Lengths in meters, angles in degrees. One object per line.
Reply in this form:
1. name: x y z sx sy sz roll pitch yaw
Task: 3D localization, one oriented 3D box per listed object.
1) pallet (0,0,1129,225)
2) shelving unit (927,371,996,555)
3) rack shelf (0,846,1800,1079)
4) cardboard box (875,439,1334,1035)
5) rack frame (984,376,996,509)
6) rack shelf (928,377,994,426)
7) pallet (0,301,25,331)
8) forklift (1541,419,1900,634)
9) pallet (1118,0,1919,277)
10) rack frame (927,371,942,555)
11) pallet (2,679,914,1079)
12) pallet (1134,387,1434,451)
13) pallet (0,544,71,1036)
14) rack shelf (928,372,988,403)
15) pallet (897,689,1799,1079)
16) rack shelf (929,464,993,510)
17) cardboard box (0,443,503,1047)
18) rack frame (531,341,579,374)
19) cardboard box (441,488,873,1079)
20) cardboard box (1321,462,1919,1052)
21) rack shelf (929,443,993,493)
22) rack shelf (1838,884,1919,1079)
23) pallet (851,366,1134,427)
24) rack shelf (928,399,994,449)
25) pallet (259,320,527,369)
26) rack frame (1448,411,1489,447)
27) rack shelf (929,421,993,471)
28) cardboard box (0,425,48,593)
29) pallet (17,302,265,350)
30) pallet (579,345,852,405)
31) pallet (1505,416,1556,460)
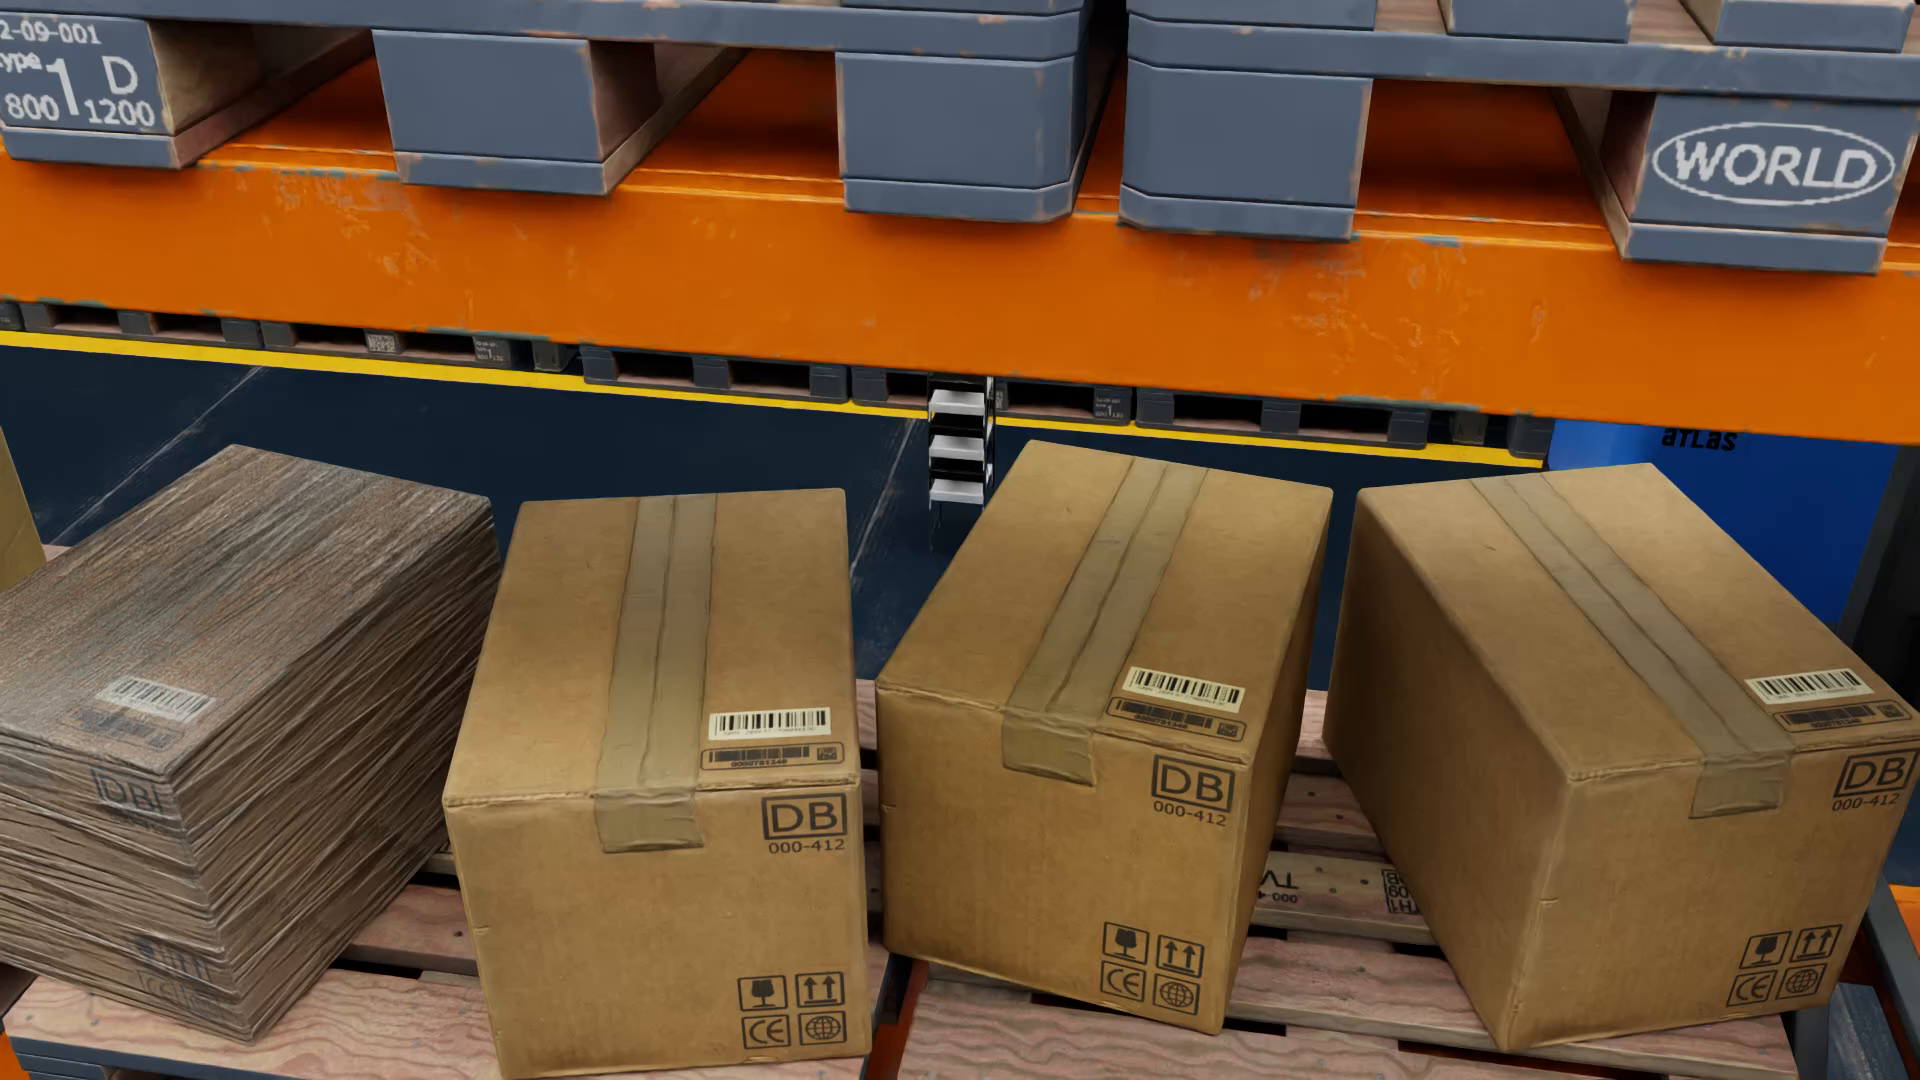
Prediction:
1. pallet: -0.301 -0.709 1.906 1.003 0.211 1.213 5 32 8
2. shelving unit: 0.008 -0.381 6.010 0.210 0.900 0.258 5 32 8
3. rack shelf: -0.618 0.795 2.831 4.000 0.370 1.077 5 32 8
4. cardboard box: 0.236 0.261 2.516 0.500 0.500 0.700 10 33 16
5. rack frame: 0.108 -0.372 5.996 0.006 0.900 0.240 5 32 8
6. rack shelf: 0.008 -0.505 5.932 0.200 0.077 0.258 5 32 8
7. pallet: -4.935 -1.386 8.265 1.213 0.211 1.003 5 32 8
8. forklift: 3.576 -0.918 4.955 3.031 2.935 1.130 5 32 8
9. pallet: 0.722 -0.618 1.760 1.003 0.211 1.213 5 32 8
10. rack frame: -0.092 -0.390 6.025 0.006 0.900 0.240 5 32 8
11. pallet: -0.672 0.564 2.702 1.213 0.211 1.003 5 32 8
12. pallet: 1.410 -0.770 7.281 1.213 0.211 1.003 5 32 8
13. pallet: -1.910 0.417 2.938 1.003 0.211 1.213 5 32 8
14. rack shelf: 0.008 -0.581 5.884 0.200 0.077 0.258 5 32 8
15. pallet: 0.584 0.622 2.611 1.213 0.211 1.003 5 32 8
16. rack shelf: 0.008 -0.200 6.123 0.200 0.077 0.258 5 32 8
17. cardboard box: -1.080 0.270 2.501 0.500 0.500 0.700 11 34 17
18. rack frame: -1.760 -2.280 7.065 0.127 3.000 1.000 5 32 8
19. cardboard box: -0.399 0.323 2.417 0.500 0.500 0.700 -3 32 -4
20. cardboard box: 0.924 0.289 2.471 0.500 0.500 0.700 -5 32 -8
21. rack shelf: 0.008 -0.276 6.076 0.200 0.077 0.258 5 32 8
22. rack shelf: 3.325 1.152 2.260 4.000 0.370 1.077 5 32 8
23. pallet: 0.204 -0.878 7.453 1.213 0.211 1.003 5 32 8
24. rack shelf: 0.008 -0.429 5.980 0.200 0.077 0.258 5 32 8
25. pallet: -2.530 -1.168 7.917 1.213 0.211 1.003 5 32 8
26. rack frame: 2.183 -1.922 6.494 0.127 3.000 1.000 5 32 8
27. rack shelf: 0.008 -0.352 6.028 0.200 0.077 0.258 5 32 8
28. cardboard box: -1.950 0.088 2.791 0.500 0.500 0.700 -5 32 -8
29. pallet: -3.729 -1.278 8.093 1.213 0.211 1.003 5 32 8
30. pallet: -0.995 -0.988 7.629 1.213 0.211 1.003 5 32 8
31. pallet: 2.920 -0.632 7.060 1.213 0.211 1.003 5 32 8
